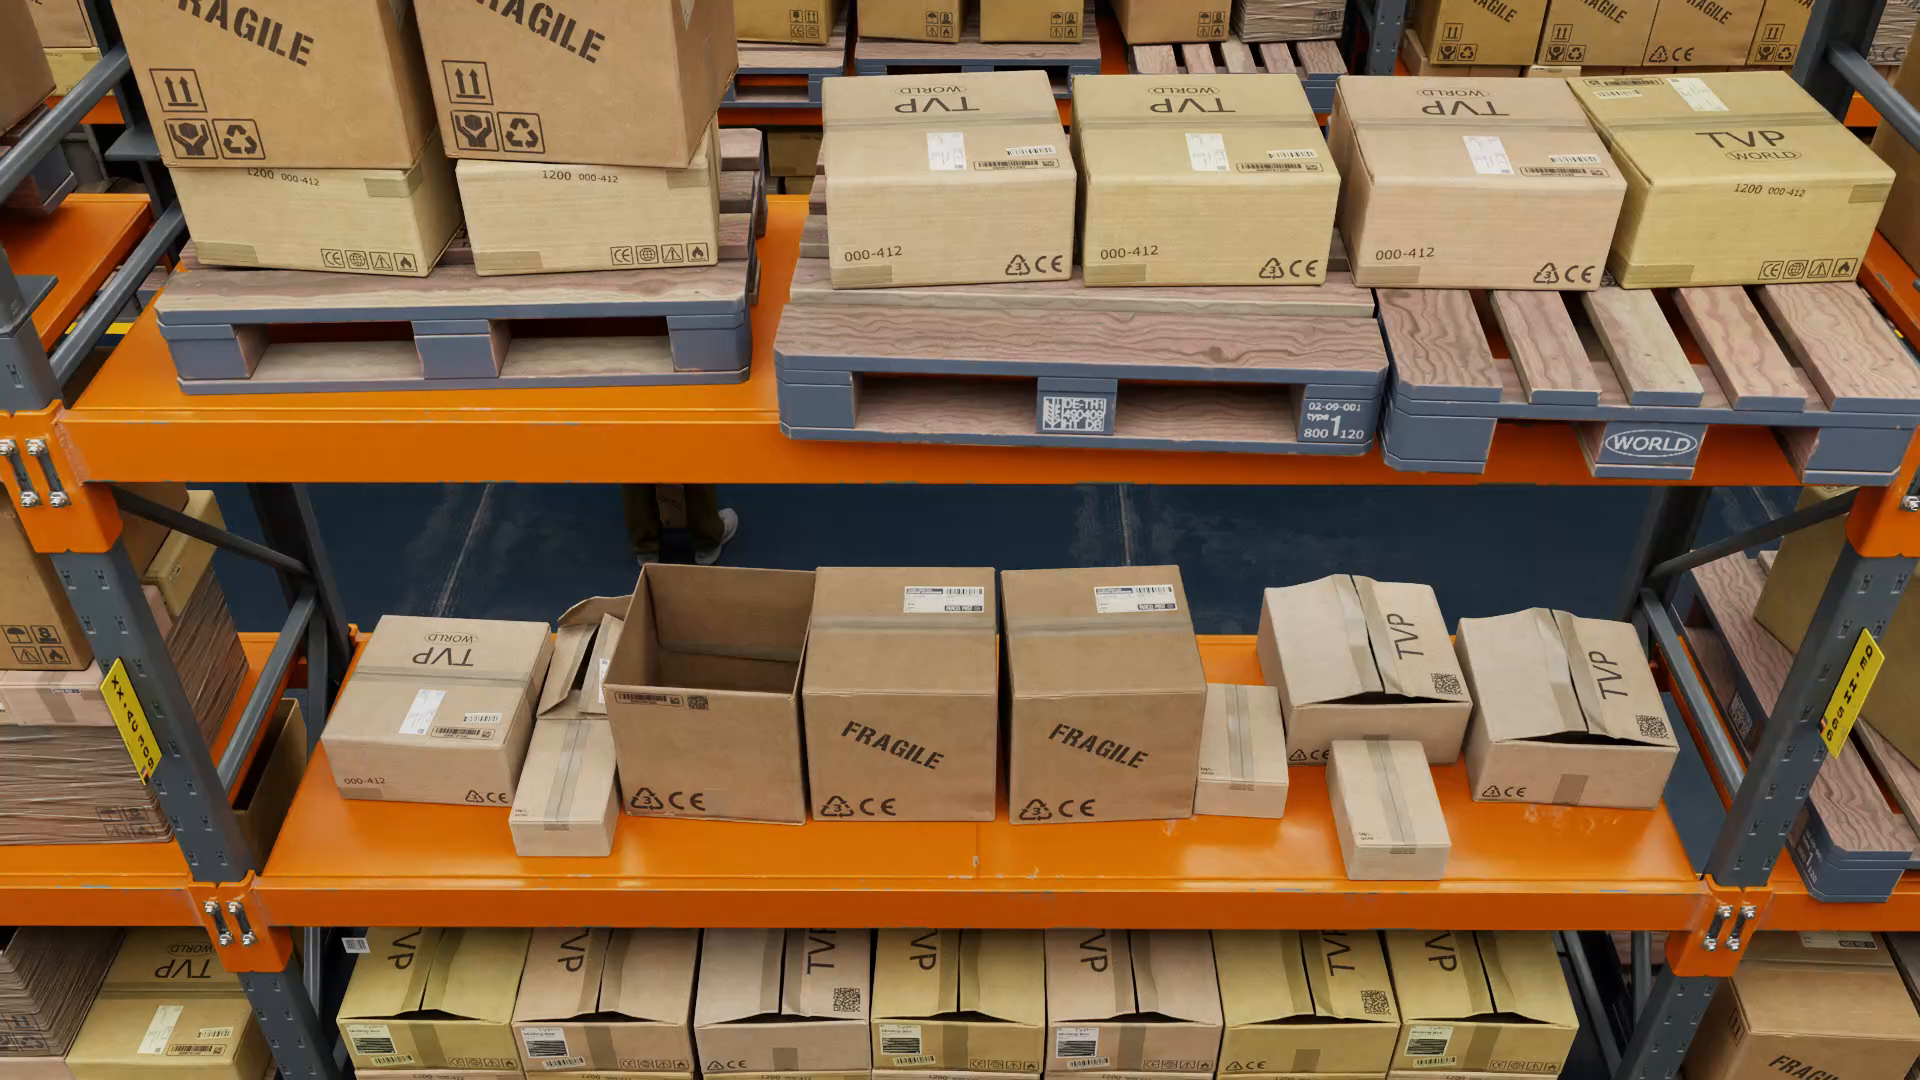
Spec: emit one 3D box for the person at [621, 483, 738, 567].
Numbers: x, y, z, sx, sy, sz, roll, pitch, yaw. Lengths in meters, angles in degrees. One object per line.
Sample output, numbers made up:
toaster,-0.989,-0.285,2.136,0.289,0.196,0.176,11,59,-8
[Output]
person,-1.300,-0.657,6.976,0.617,1.774,0.426,-1,39,-2
